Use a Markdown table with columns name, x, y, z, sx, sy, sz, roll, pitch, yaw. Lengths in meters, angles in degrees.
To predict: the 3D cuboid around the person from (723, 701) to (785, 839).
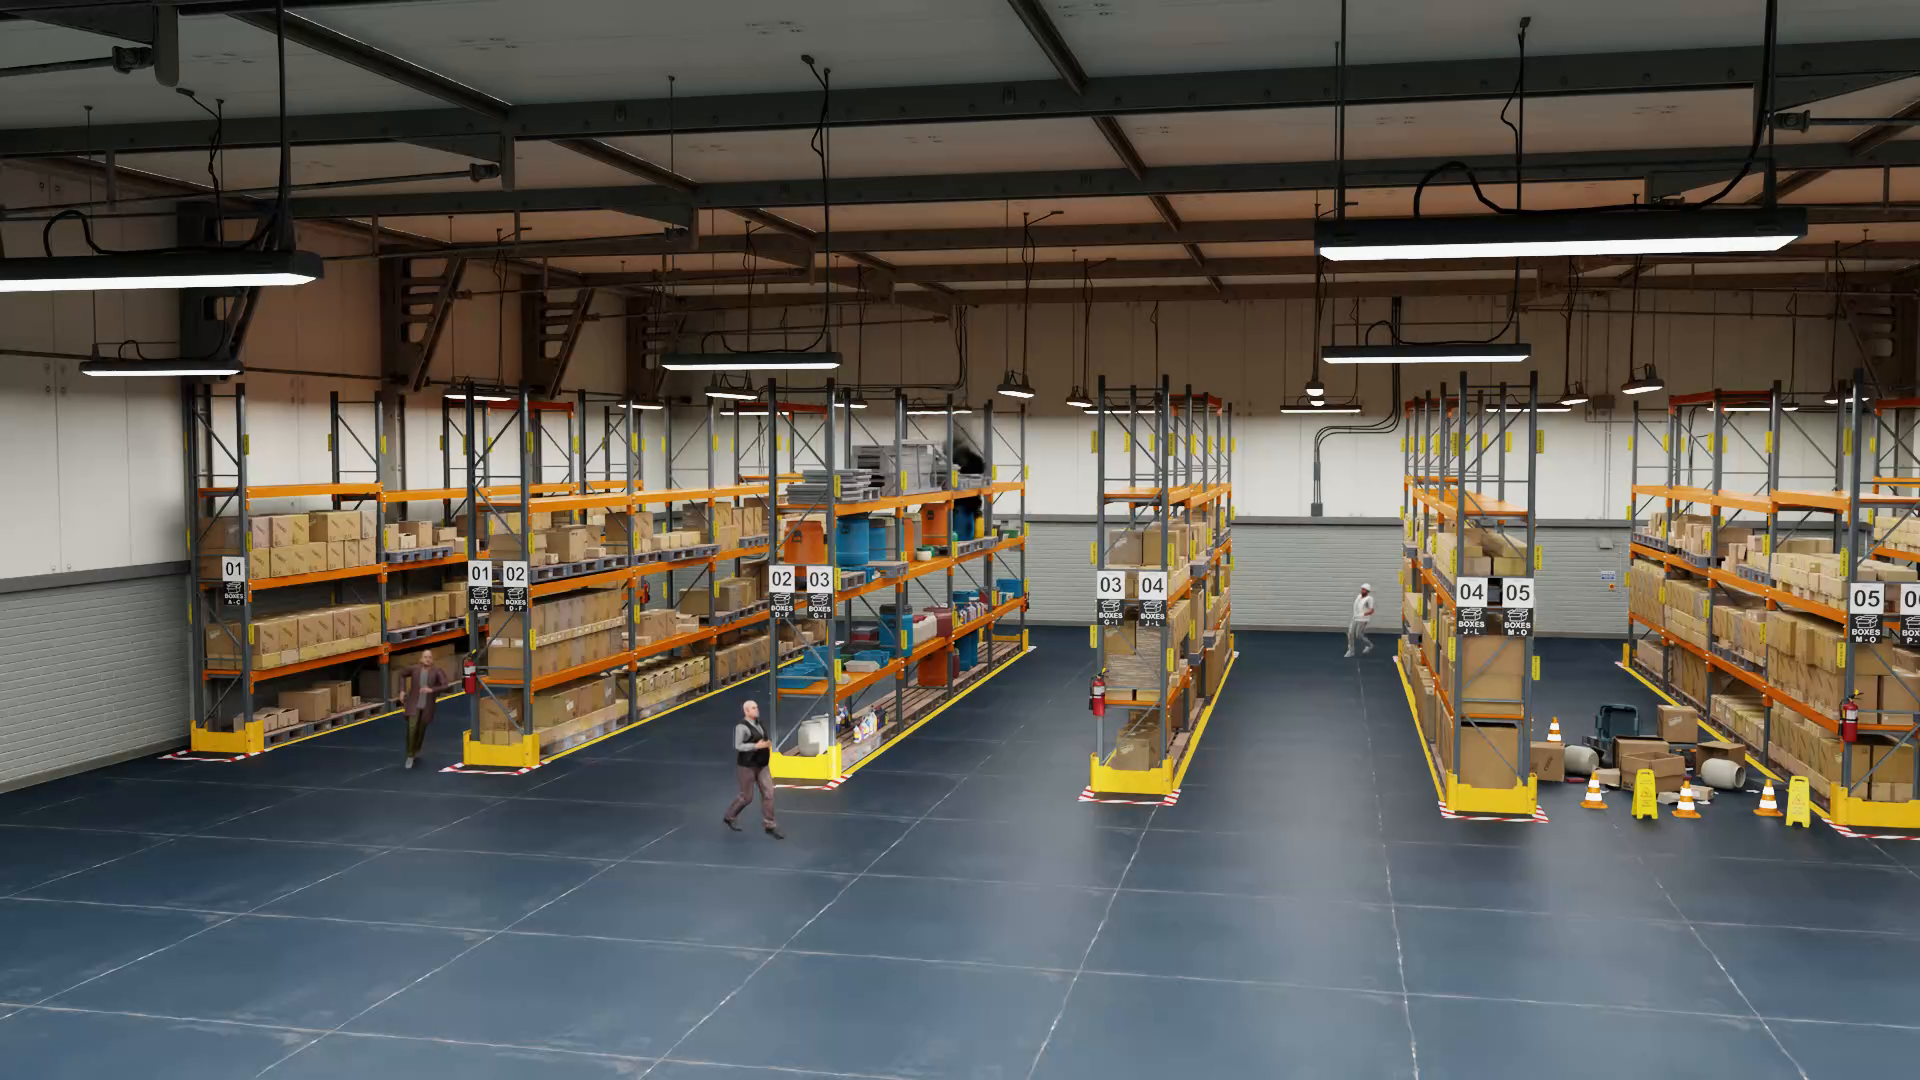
| name | x | y | z | sx | sy | sz | roll | pitch | yaw |
| --- | --- | --- | --- | --- | --- | --- | --- | --- | --- |
| person | -2.625 | 2.906 | 21.137 | 0.888 | 1.729 | 0.657 | 2 | 4 | 34 |

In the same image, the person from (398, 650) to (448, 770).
| name | x | y | z | sx | sy | sz | roll | pitch | yaw |
| --- | --- | --- | --- | --- | --- | --- | --- | --- | --- |
| person | -8.425 | 2.638 | 26.107 | 0.726 | 1.783 | 0.933 | -1 | 4 | -22 |

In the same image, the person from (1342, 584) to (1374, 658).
| name | x | y | z | sx | sy | sz | roll | pitch | yaw |
| --- | --- | --- | --- | --- | --- | --- | --- | --- | --- |
| person | 9.422 | 1.899 | 39.059 | 0.823 | 1.762 | 0.736 | -1 | 4 | -23 |
